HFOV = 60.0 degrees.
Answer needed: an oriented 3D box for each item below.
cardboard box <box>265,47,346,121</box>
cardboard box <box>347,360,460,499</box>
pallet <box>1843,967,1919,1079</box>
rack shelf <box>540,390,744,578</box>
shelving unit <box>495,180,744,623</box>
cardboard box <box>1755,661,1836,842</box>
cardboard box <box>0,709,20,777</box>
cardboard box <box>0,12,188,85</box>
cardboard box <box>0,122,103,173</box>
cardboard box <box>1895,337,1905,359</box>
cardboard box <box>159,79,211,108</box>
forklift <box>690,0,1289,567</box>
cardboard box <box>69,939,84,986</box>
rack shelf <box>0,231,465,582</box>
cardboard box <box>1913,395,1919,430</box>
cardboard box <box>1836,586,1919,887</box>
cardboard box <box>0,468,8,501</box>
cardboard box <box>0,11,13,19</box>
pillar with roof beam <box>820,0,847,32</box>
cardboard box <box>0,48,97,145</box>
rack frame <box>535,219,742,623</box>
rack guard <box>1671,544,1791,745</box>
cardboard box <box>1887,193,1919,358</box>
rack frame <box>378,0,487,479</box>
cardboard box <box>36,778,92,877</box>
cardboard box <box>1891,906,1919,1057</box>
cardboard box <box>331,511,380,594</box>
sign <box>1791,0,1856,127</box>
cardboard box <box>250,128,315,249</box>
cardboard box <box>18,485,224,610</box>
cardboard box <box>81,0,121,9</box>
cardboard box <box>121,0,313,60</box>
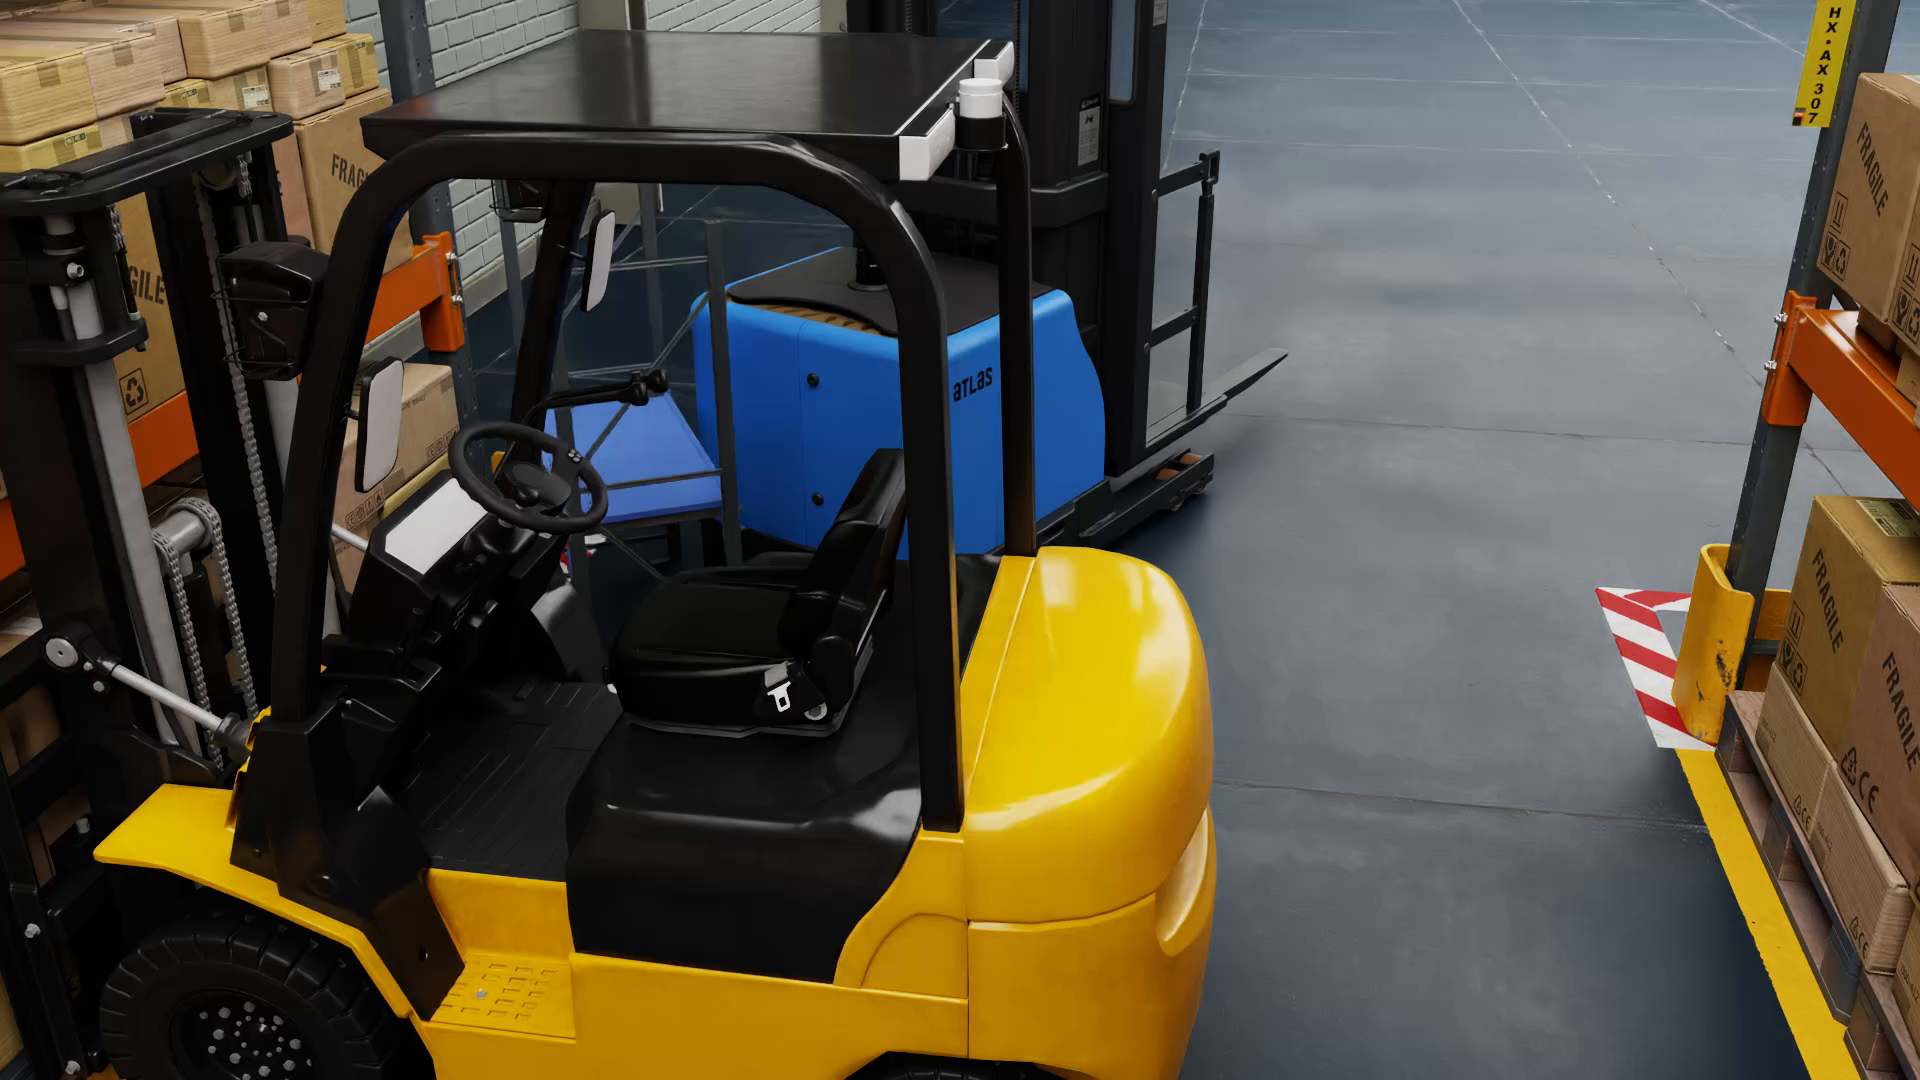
[{"bbox_3d":[-1.890,-1.226,4.448,0.380,0.149,0.250,4,25,9],"label":"cardboard box"},{"bbox_3d":[-1.865,-0.344,5.015,0.500,0.250,0.500,5,26,10],"label":"cardboard box"},{"bbox_3d":[2.419,1.323,3.175,1.003,0.211,1.213,4,25,9],"label":"pallet"},{"bbox_3d":[-1.077,-0.206,5.346,0.538,0.185,1.000,-9,27,-19],"label":"rack shelf"},{"bbox_3d":[-1.077,-0.369,5.270,0.538,1.500,1.048,-9,27,-19],"label":"shelving unit"},{"bbox_3d":[2.396,0.555,4.273,0.500,0.250,0.500,4,25,8],"label":"cardboard box"},{"bbox_3d":[-2.199,0.512,3.186,0.500,0.250,0.500,5,26,10],"label":"cardboard box"},{"bbox_3d":[-2.087,-1.154,3.943,0.380,0.149,0.250,4,25,9],"label":"cardboard box"},{"bbox_3d":[-2.063,-0.797,3.531,0.380,0.149,0.250,4,25,9],"label":"cardboard box"},{"bbox_3d":[2.514,-0.470,4.012,0.380,0.149,0.250,4,25,9],"label":"cardboard box"},{"bbox_3d":[-2.044,-1.019,4.005,0.380,0.149,0.250,4,25,8],"label":"cardboard box"},{"bbox_3d":[0.357,-1.544,6.091,1.130,2.935,3.031,16,30,31],"label":"forklift"},{"bbox_3d":[-2.106,0.748,3.862,0.500,0.250,0.500,5,26,10],"label":"cardboard box"},{"bbox_3d":[-2.424,0.002,3.556,1.077,0.370,4.000,4,25,9],"label":"rack shelf"},{"bbox_3d":[2.303,-0.262,3.567,0.380,0.149,0.250,4,25,9],"label":"cardboard box"},{"bbox_3d":[2.311,0.445,3.625,0.500,0.500,0.500,3,25,7],"label":"cardboard box"},{"bbox_3d":[-2.167,-0.340,3.320,0.500,0.500,0.500,4,25,9],"label":"cardboard box"},{"bbox_3d":[-2.523,-1.187,4.015,0.380,0.149,0.250,4,25,9],"label":"cardboard box"},{"bbox_3d":[3.108,-8.369,13.515,9.100,9.000,0.400,4,25,9],"label":"pillar with roof beam"},{"bbox_3d":[-2.057,-0.929,3.462,0.380,0.149,0.250,5,25,10],"label":"cardboard box"},{"bbox_3d":[-0.899,-0.168,4.839,0.500,1.500,0.032,-9,27,-19],"label":"rack frame"},{"bbox_3d":[2.788,0.346,4.921,1.175,0.500,0.348,4,25,9],"label":"rack guard"},{"bbox_3d":[2.368,-0.602,3.530,0.500,0.500,0.500,5,26,10],"label":"cardboard box"},{"bbox_3d":[-2.097,-1.160,5.191,1.000,3.000,0.127,4,25,9],"label":"rack frame"},{"bbox_3d":[-2.110,0.529,3.740,0.500,0.250,0.500,4,25,8],"label":"cardboard box"},{"bbox_3d":[2.228,0.997,3.329,0.500,0.250,0.500,6,26,12],"label":"cardboard box"},{"bbox_3d":[-1.961,0.103,4.651,0.500,0.250,0.500,4,25,8],"label":"cardboard box"},{"bbox_3d":[2.265,-1.248,4.356,0.100,0.325,0.005,4,25,9],"label":"sign"},{"bbox_3d":[-2.012,-0.765,4.229,0.500,0.500,0.500,5,26,10],"label":"cardboard box"},{"bbox_3d":[-2.015,0.082,4.105,0.500,0.250,0.500,4,25,9],"label":"cardboard box"},{"bbox_3d":[-2.468,-1.402,4.472,0.380,0.149,0.250,5,26,10],"label":"cardboard box"},{"bbox_3d":[-1.957,-1.364,4.393,0.380,0.149,0.250,4,25,9],"label":"cardboard box"}]
